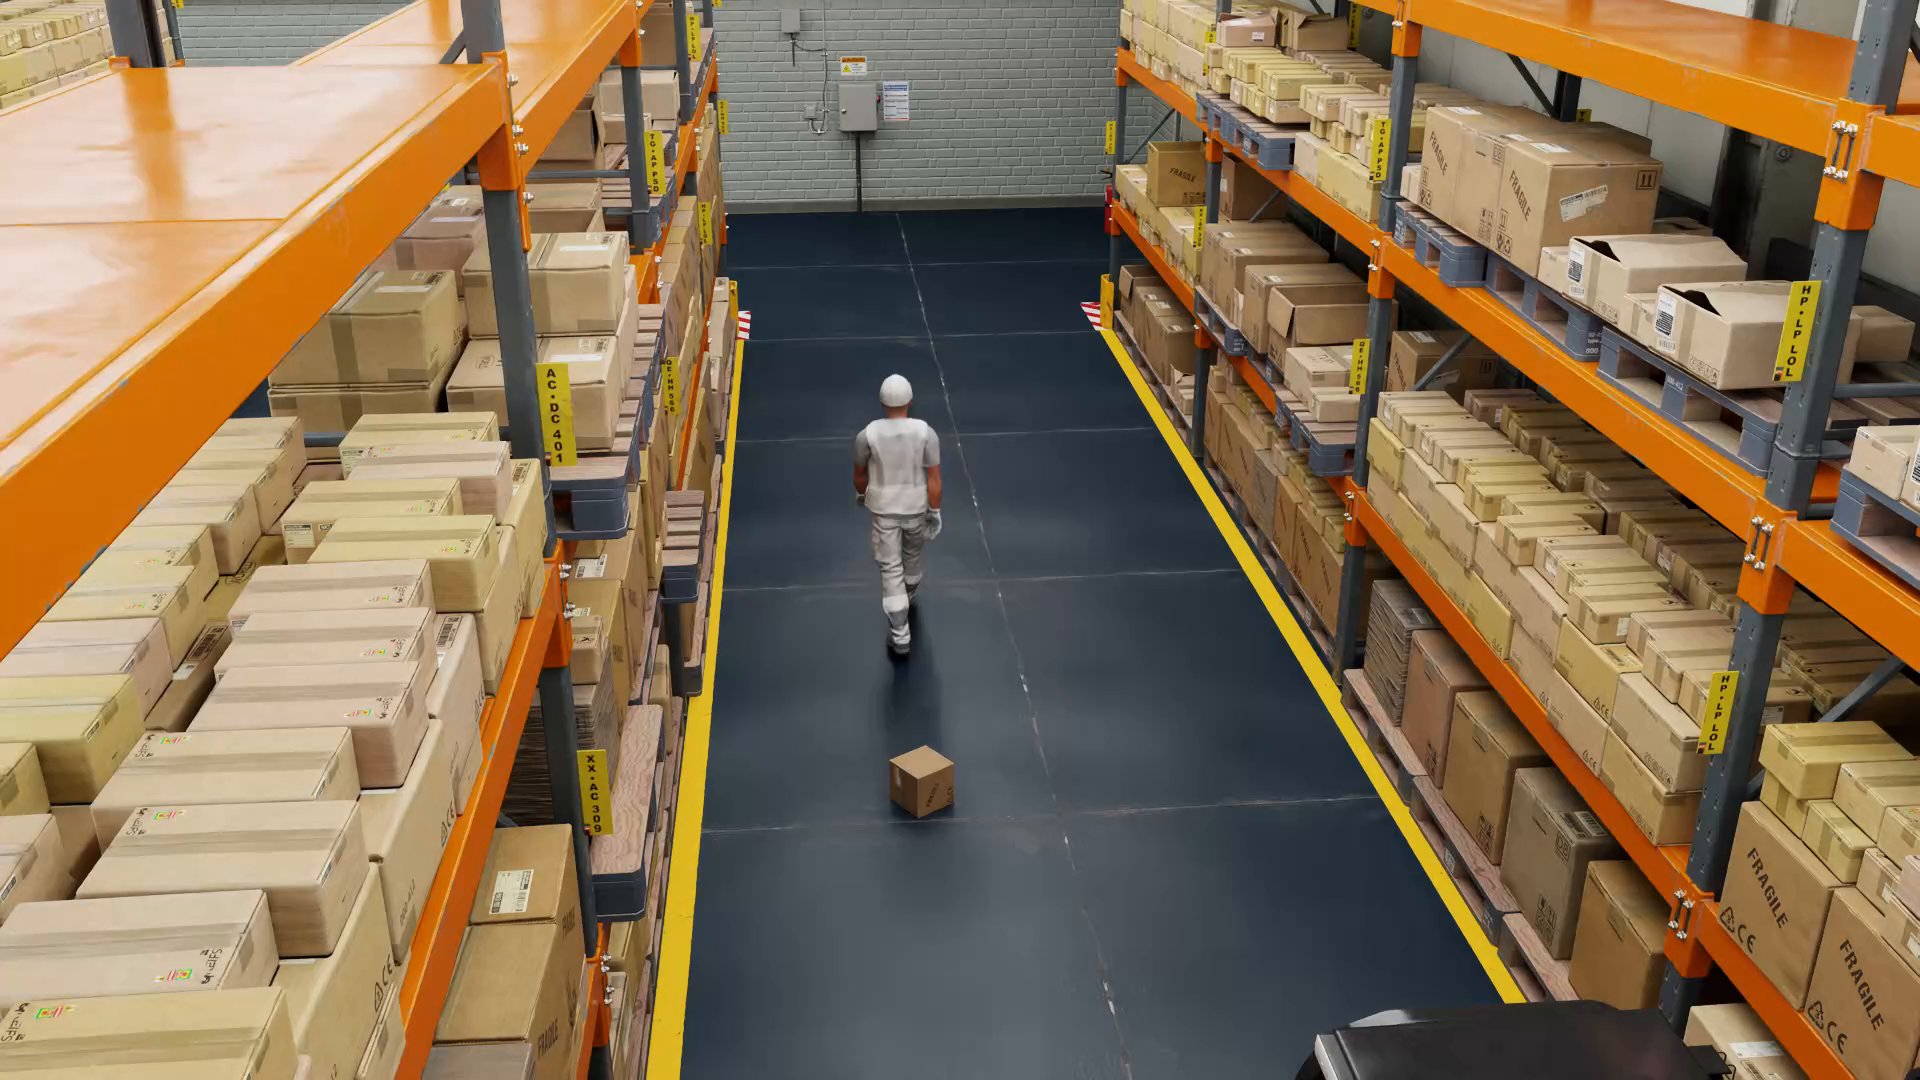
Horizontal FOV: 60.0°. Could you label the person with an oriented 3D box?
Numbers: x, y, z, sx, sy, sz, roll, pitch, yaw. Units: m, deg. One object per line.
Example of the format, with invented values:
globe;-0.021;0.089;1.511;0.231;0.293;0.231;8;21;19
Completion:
person;-0.411;-0.257;10.607;0.542;1.725;1.042;-4;24;-8
